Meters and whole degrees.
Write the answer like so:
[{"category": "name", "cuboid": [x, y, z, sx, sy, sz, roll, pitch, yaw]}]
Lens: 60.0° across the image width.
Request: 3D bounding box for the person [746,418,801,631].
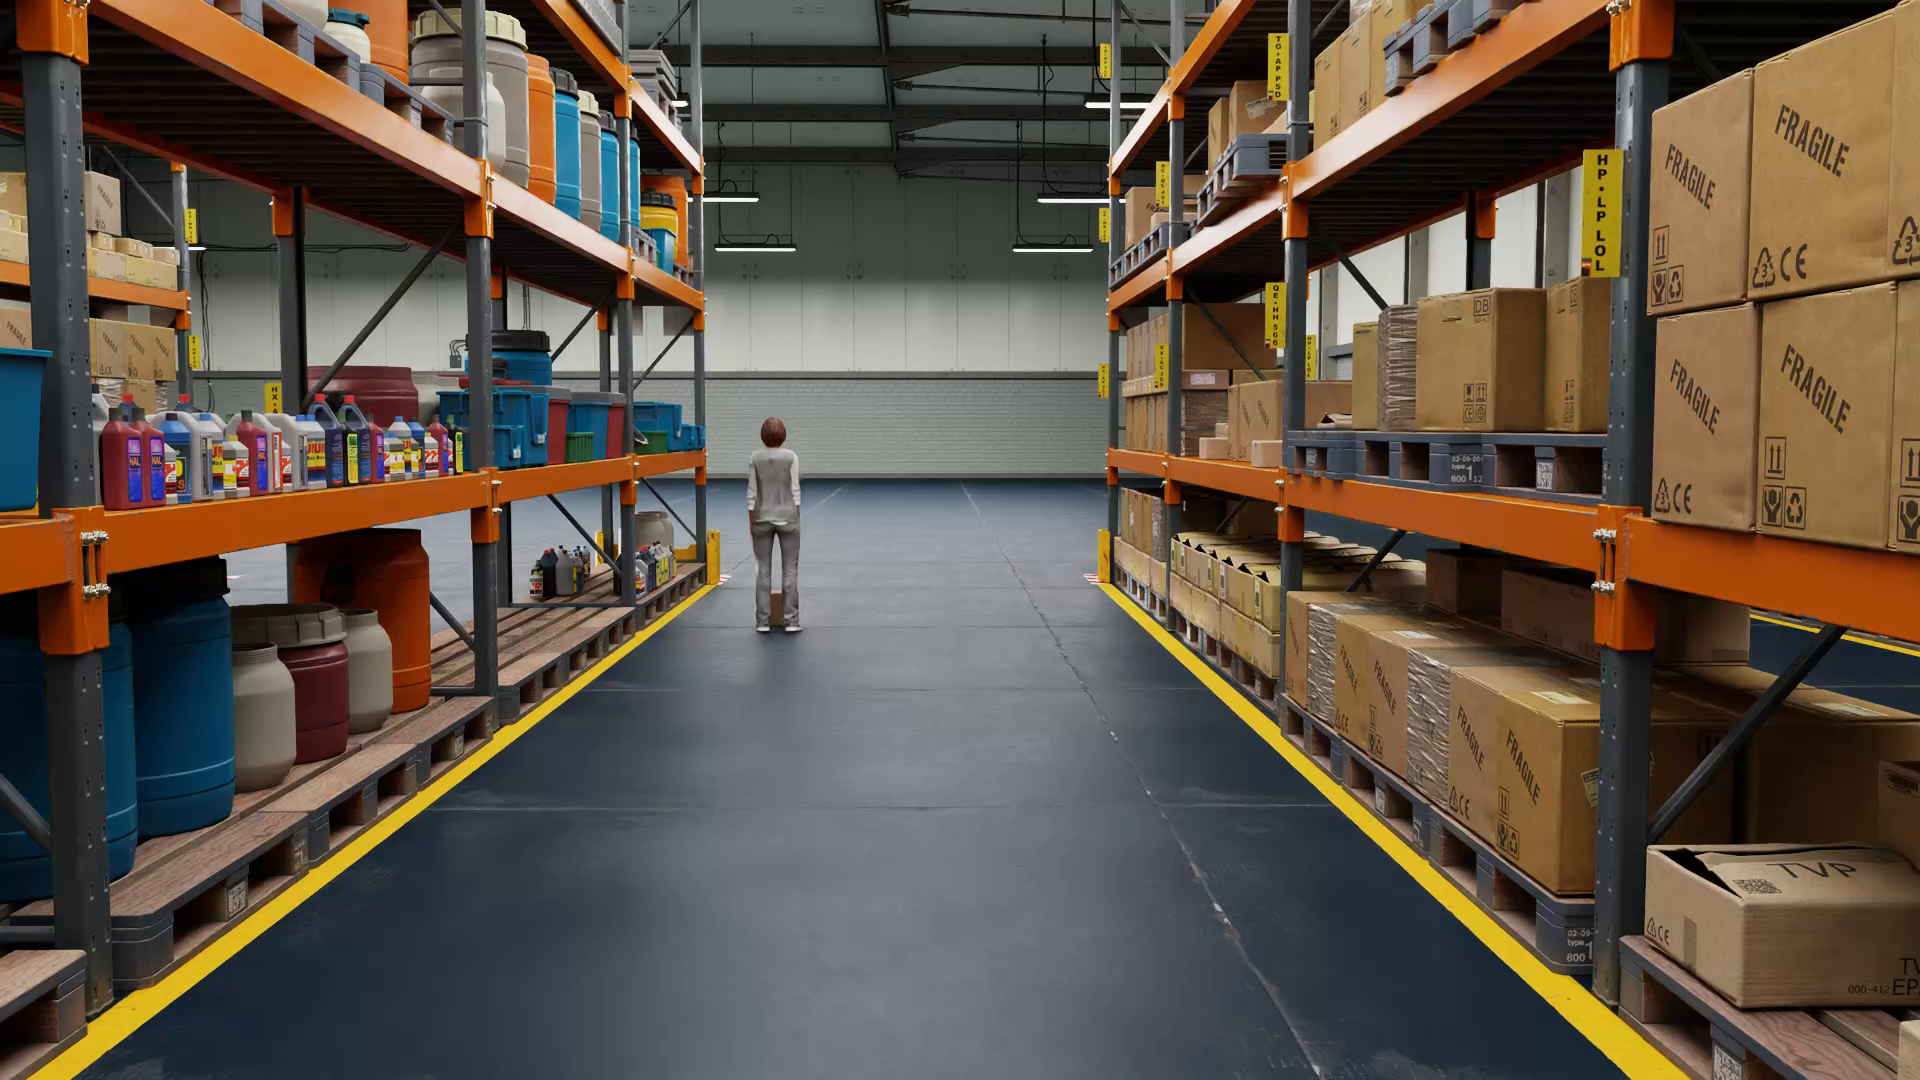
[{"category": "person", "cuboid": [-1.384, -0.111, 12.361, 0.406, 1.596, 0.307, 0, 4, 0]}]
